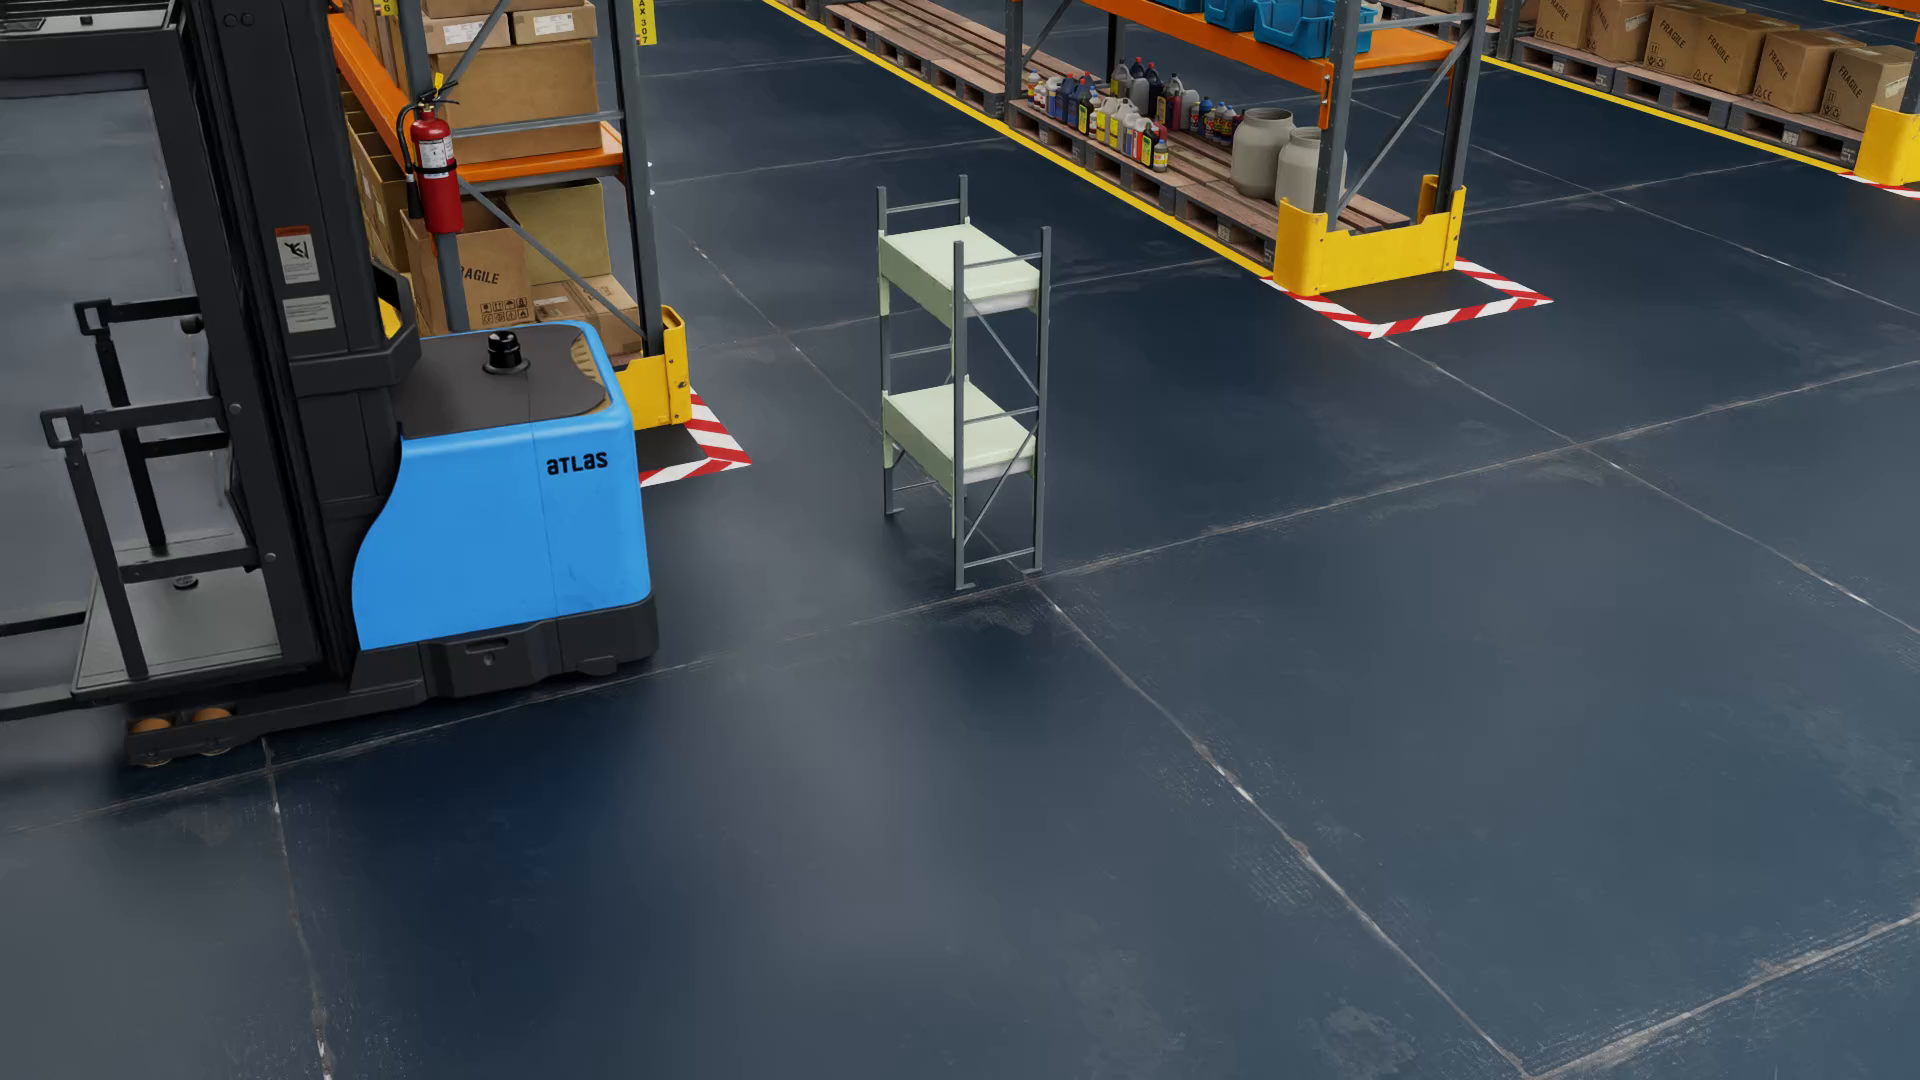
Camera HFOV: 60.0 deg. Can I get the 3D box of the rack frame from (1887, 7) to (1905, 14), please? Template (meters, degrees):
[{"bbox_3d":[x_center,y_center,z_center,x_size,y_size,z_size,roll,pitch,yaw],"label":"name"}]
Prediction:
[{"bbox_3d":[9.821,-6.714,16.156,1.000,3.000,0.127,-13,32,-22],"label":"rack frame"}]

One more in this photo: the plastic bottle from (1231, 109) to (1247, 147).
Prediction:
[{"bbox_3d":[1.964,-2.887,11.659,0.061,0.283,0.133,-13,32,-21],"label":"plastic bottle"}]

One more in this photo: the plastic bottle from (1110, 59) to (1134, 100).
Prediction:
[{"bbox_3d":[1.231,-3.459,12.610,0.144,0.351,0.185,-13,32,-22],"label":"plastic bottle"}]

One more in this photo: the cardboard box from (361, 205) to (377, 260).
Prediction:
[{"bbox_3d":[-3.306,-1.910,9.971,0.500,0.250,0.500,-13,32,-22],"label":"cardboard box"}]

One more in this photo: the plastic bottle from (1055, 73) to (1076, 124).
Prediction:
[{"bbox_3d":[0.796,-3.270,12.272,0.144,0.351,0.185,-12,32,-21],"label":"plastic bottle"}]

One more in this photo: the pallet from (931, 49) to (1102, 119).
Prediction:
[{"bbox_3d":[0.452,-3.799,13.809,1.003,0.211,1.213,-13,32,-22],"label":"pallet"}]

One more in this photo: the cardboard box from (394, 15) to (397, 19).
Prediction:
[{"bbox_3d":[-2.599,-2.667,8.173,0.380,0.149,0.250,-13,32,-21],"label":"cardboard box"}]

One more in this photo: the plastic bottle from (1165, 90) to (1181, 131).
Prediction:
[{"bbox_3d":[1.552,-3.137,12.105,0.061,0.283,0.133,-13,32,-22],"label":"plastic bottle"}]

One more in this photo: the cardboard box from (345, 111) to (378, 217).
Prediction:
[{"bbox_3d":[-3.305,-2.237,9.788,0.500,0.500,0.500,-13,32,-22],"label":"cardboard box"}]

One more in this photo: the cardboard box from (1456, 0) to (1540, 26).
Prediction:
[{"bbox_3d":[5.053,-5.094,15.373,0.700,0.500,0.500,-16,33,-26],"label":"cardboard box"}]

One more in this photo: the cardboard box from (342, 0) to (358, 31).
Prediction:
[{"bbox_3d":[-3.455,-3.487,10.300,0.700,0.500,0.500,-14,32,-23],"label":"cardboard box"}]

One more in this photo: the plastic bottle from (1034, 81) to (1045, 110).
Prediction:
[{"bbox_3d":[0.609,-3.370,12.605,0.097,0.201,0.097,0,29,0],"label":"plastic bottle"}]

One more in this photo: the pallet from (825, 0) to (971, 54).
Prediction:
[{"bbox_3d":[-0.595,-4.877,15.732,1.003,0.211,1.213,-13,32,-22],"label":"pallet"}]

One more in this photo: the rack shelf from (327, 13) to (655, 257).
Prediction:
[{"bbox_3d":[-2.792,-2.441,9.272,1.077,0.370,4.000,-13,32,-22],"label":"rack shelf"}]

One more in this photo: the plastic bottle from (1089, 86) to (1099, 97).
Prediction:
[{"bbox_3d":[0.967,-3.196,12.223,0.097,0.271,0.097,0,29,0],"label":"plastic bottle"}]

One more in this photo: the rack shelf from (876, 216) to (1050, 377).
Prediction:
[{"bbox_3d":[0.003,-0.992,6.687,0.431,0.370,0.720,-13,32,-22],"label":"rack shelf"}]

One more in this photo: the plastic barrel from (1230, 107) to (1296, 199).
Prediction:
[{"bbox_3d":[1.975,-2.504,10.763,0.421,0.512,0.421,0,29,0],"label":"plastic barrel"}]

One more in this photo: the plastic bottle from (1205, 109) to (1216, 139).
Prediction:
[{"bbox_3d":[1.812,-2.987,11.921,0.097,0.201,0.097,0,29,0],"label":"plastic bottle"}]

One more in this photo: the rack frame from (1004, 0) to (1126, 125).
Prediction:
[{"bbox_3d":[0.824,-4.677,12.523,1.000,3.000,0.127,-13,32,-22],"label":"rack frame"}]

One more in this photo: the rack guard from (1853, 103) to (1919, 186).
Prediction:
[{"bbox_3d":[6.982,-2.893,11.898,1.175,0.500,0.348,-13,32,-22],"label":"rack guard"}]

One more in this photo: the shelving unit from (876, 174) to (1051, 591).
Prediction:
[{"bbox_3d":[0.003,-0.651,6.878,0.431,1.500,0.755,-13,32,-22],"label":"shelving unit"}]

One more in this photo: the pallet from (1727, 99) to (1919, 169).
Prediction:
[{"bbox_3d":[6.665,-3.133,12.622,1.003,0.211,1.213,-13,32,-22],"label":"pallet"}]

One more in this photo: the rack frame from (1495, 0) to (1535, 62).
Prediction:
[{"bbox_3d":[5.298,-5.717,14.378,1.000,3.000,0.127,-13,32,-22],"label":"rack frame"}]

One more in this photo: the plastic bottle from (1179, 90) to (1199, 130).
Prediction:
[{"bbox_3d":[1.648,-3.157,12.147,0.152,0.276,0.135,-12,32,-21],"label":"plastic bottle"}]

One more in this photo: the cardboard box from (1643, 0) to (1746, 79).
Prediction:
[{"bbox_3d":[6.023,-4.115,13.649,0.500,0.500,0.500,-16,33,-26],"label":"cardboard box"}]

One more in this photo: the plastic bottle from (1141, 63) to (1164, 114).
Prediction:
[{"bbox_3d":[1.443,-3.404,12.513,0.144,0.351,0.185,-15,32,-24],"label":"plastic bottle"}]

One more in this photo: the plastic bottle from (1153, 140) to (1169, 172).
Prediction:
[{"bbox_3d":[1.357,-2.600,11.232,0.097,0.201,0.097,0,29,0],"label":"plastic bottle"}]

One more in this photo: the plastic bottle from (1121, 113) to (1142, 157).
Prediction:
[{"bbox_3d":[1.214,-2.811,11.532,0.152,0.276,0.135,-14,32,-23],"label":"plastic bottle"}]

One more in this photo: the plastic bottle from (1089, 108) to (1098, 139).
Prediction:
[{"bbox_3d":[0.977,-2.991,11.928,0.097,0.201,0.097,0,29,0],"label":"plastic bottle"}]

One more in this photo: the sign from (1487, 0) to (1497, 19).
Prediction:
[{"bbox_3d":[3.040,-3.144,9.507,0.100,0.325,0.005,-13,32,-22],"label":"sign"}]

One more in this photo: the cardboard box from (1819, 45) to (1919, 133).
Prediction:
[{"bbox_3d":[6.762,-3.322,12.234,0.500,0.500,0.500,-7,30,-13],"label":"cardboard box"}]

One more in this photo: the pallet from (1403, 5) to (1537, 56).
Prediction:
[{"bbox_3d":[4.962,-4.844,15.673,1.003,0.211,1.213,-13,32,-22],"label":"pallet"}]

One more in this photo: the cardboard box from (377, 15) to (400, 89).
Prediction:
[{"bbox_3d":[-2.790,-2.807,9.087,0.700,0.500,0.500,-12,31,-21],"label":"cardboard box"}]

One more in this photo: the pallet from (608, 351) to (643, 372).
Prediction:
[{"bbox_3d":[-2.300,-0.984,8.789,1.003,0.211,1.213,-13,32,-22],"label":"pallet"}]

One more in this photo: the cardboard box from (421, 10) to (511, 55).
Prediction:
[{"bbox_3d":[-2.270,-2.327,7.567,0.380,0.149,0.250,-14,32,-23],"label":"cardboard box"}]

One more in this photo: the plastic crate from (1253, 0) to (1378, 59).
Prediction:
[{"bbox_3d":[2.056,-3.003,9.691,0.499,0.251,0.616,-13,32,-22],"label":"plastic crate"}]

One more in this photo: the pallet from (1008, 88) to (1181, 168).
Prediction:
[{"bbox_3d":[1.075,-3.155,12.661,1.003,0.211,1.213,-13,32,-22],"label":"pallet"}]

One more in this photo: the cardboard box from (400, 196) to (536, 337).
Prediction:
[{"bbox_3d":[-2.433,-1.357,8.218,0.500,0.500,0.500,-13,32,-22],"label":"cardboard box"}]

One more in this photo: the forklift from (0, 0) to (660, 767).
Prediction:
[{"bbox_3d":[-2.726,-0.775,5.635,3.031,2.935,1.130,-10,31,-17],"label":"forklift"}]

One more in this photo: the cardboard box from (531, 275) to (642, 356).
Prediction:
[{"bbox_3d":[-1.963,-1.139,8.596,0.500,0.250,0.500,-13,32,-22],"label":"cardboard box"}]

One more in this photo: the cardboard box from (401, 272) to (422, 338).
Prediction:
[{"bbox_3d":[-2.656,-1.248,8.791,0.500,0.250,0.500,-13,32,-22],"label":"cardboard box"}]
